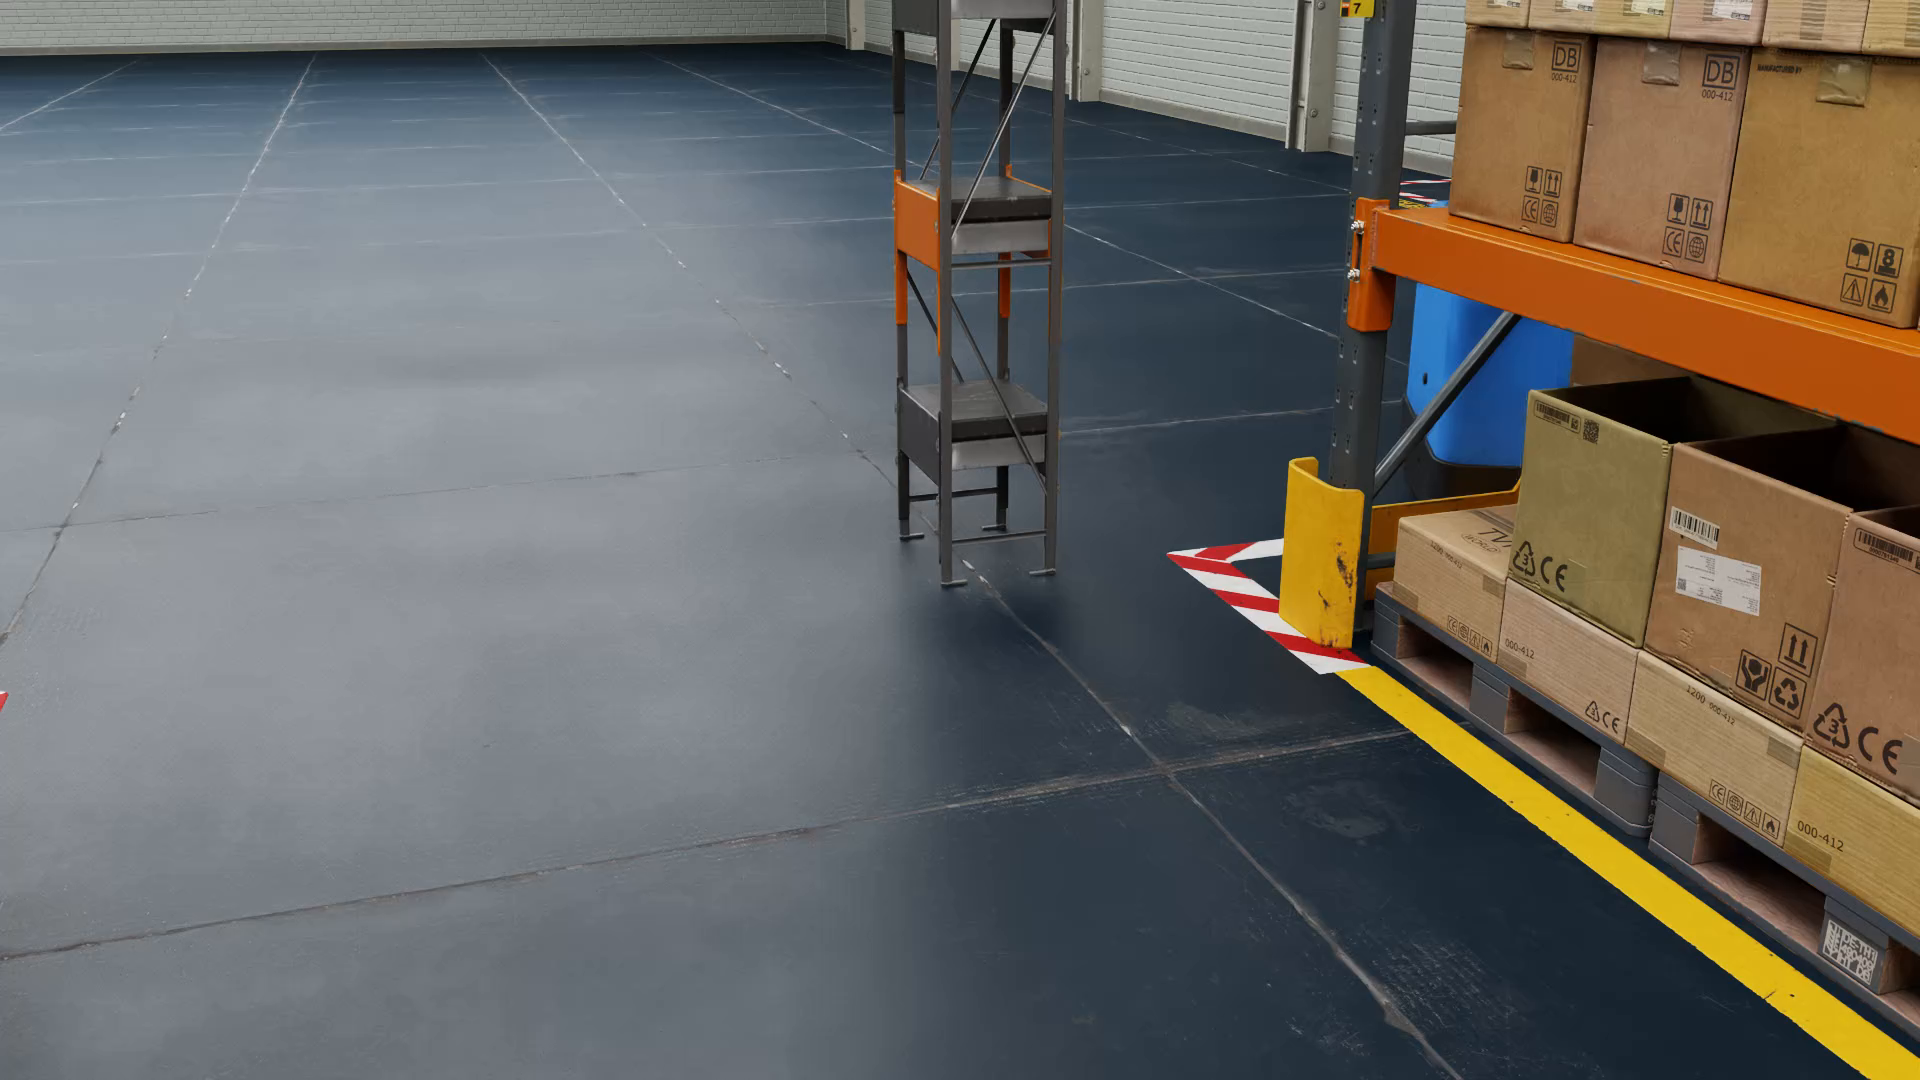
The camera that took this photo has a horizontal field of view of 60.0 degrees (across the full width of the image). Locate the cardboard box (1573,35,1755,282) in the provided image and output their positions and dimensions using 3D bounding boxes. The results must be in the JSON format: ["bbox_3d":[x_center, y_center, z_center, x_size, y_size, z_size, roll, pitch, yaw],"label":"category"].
[{"bbox_3d":[1.911,-0.915,3.878,0.700,0.500,0.500,-6,21,-16],"label":"cardboard box"}]

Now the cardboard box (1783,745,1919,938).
[{"bbox_3d":[2.034,0.587,3.291,0.500,0.250,0.500,-6,21,-17],"label":"cardboard box"}]

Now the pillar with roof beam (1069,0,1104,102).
[{"bbox_3d":[-2.395,-9.724,19.677,9.100,9.000,0.400,-6,21,-17],"label":"pillar with roof beam"}]

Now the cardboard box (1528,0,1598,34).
[{"bbox_3d":[1.611,-1.306,4.007,0.380,0.149,0.250,-7,21,-19],"label":"cardboard box"}]

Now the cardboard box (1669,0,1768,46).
[{"bbox_3d":[1.765,-1.144,3.558,0.380,0.149,0.250,-7,21,-18],"label":"cardboard box"}]

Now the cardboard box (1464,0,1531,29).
[{"bbox_3d":[1.525,-1.390,4.242,0.380,0.149,0.250,-7,21,-18],"label":"cardboard box"}]

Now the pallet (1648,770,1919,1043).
[{"bbox_3d":[2.266,0.757,3.496,1.003,0.211,1.213,-6,21,-17],"label":"pallet"}]

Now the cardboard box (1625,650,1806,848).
[{"bbox_3d":[1.881,0.426,3.740,0.500,0.250,0.500,-6,21,-17],"label":"cardboard box"}]

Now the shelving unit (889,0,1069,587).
[{"bbox_3d":[0.052,-0.935,5.414,0.431,2.100,0.503,-6,21,-17],"label":"shelving unit"}]

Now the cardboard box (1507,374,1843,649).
[{"bbox_3d":[1.723,-0.087,4.059,0.500,0.500,0.500,-6,21,-17],"label":"cardboard box"}]

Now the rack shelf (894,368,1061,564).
[{"bbox_3d":[0.052,-0.263,5.655,0.431,0.518,0.480,-6,21,-17],"label":"rack shelf"}]

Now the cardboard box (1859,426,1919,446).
[{"bbox_3d":[2.386,0.017,3.770,0.500,0.500,0.500,-6,21,-17],"label":"cardboard box"}]

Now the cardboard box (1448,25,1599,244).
[{"bbox_3d":[1.741,-1.083,4.345,0.700,0.500,0.500,-6,21,-17],"label":"cardboard box"}]

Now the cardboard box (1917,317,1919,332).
[{"bbox_3d":[2.230,-0.586,2.963,0.700,0.500,0.500,-6,21,-16],"label":"cardboard box"}]

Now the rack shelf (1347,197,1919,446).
[{"bbox_3d":[2.235,-0.206,3.118,1.077,0.370,4.000,-6,21,-17],"label":"rack shelf"}]

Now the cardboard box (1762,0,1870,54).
[{"bbox_3d":[1.852,-1.059,3.321,0.380,0.149,0.250,-7,21,-19],"label":"cardboard box"}]

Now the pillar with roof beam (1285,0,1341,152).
[{"bbox_3d":[-0.509,-7.798,14.316,9.100,9.000,0.400,-6,21,-17],"label":"pillar with roof beam"}]

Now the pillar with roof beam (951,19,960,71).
[{"bbox_3d":[-4.281,-11.649,25.037,9.100,9.000,0.400,-6,21,-17],"label":"pillar with roof beam"}]

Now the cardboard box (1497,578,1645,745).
[{"bbox_3d":[1.725,0.265,4.186,0.500,0.250,0.500,-6,21,-17],"label":"cardboard box"}]

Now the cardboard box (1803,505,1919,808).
[{"bbox_3d":[2.033,0.234,3.164,0.500,0.500,0.500,-6,21,-17],"label":"cardboard box"}]

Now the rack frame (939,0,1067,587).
[{"bbox_3d":[0.129,-0.857,5.196,0.400,2.100,0.015,-6,21,-17],"label":"rack frame"}]

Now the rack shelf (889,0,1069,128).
[{"bbox_3d":[0.052,-1.581,5.182,0.431,0.518,0.480,-6,21,-17],"label":"rack shelf"}]

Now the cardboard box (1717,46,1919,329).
[{"bbox_3d":[2.061,-0.755,3.432,0.700,0.500,0.500,-6,21,-17],"label":"cardboard box"}]

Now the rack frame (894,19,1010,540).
[{"bbox_3d":[-0.025,-1.013,5.632,0.400,2.100,0.015,-6,21,-17],"label":"rack frame"}]

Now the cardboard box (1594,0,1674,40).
[{"bbox_3d":[1.688,-1.226,3.784,0.380,0.149,0.250,-6,21,-17],"label":"cardboard box"}]

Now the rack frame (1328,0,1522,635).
[{"bbox_3d":[1.607,-1.187,4.783,1.000,3.000,0.127,-6,21,-17],"label":"rack frame"}]

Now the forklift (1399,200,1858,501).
[{"bbox_3d":[3.205,-1.453,5.625,3.031,2.935,1.130,3,20,7],"label":"forklift"}]

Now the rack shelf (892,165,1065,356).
[{"bbox_3d":[0.052,-0.922,5.418,0.431,0.518,0.480,-6,21,-17],"label":"rack shelf"}]

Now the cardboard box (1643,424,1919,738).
[{"bbox_3d":[1.892,0.072,3.616,0.500,0.500,0.500,-6,21,-17],"label":"cardboard box"}]

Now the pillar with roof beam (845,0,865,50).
[{"bbox_3d":[-6.167,-13.575,30.398,9.100,9.000,0.400,-6,21,-17],"label":"pillar with roof beam"}]

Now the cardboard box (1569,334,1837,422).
[{"bbox_3d":[2.058,-0.303,4.659,0.500,0.500,0.500,-6,21,-17],"label":"cardboard box"}]

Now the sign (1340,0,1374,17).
[{"bbox_3d":[1.078,-1.574,4.465,0.100,0.325,0.005,-6,21,-17],"label":"sign"}]

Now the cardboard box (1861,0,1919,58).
[{"bbox_3d":[1.932,-0.977,3.092,0.380,0.149,0.250,-7,21,-18],"label":"cardboard box"}]

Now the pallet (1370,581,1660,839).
[{"bbox_3d":[1.887,0.366,4.584,1.003,0.211,1.213,-6,21,-17],"label":"pallet"}]

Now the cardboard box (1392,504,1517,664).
[{"bbox_3d":[1.564,0.105,4.632,0.500,0.250,0.500,-6,21,-17],"label":"cardboard box"}]

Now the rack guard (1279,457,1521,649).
[{"bbox_3d":[1.599,-0.018,5.227,1.175,0.500,0.348,-6,21,-17],"label":"rack guard"}]
